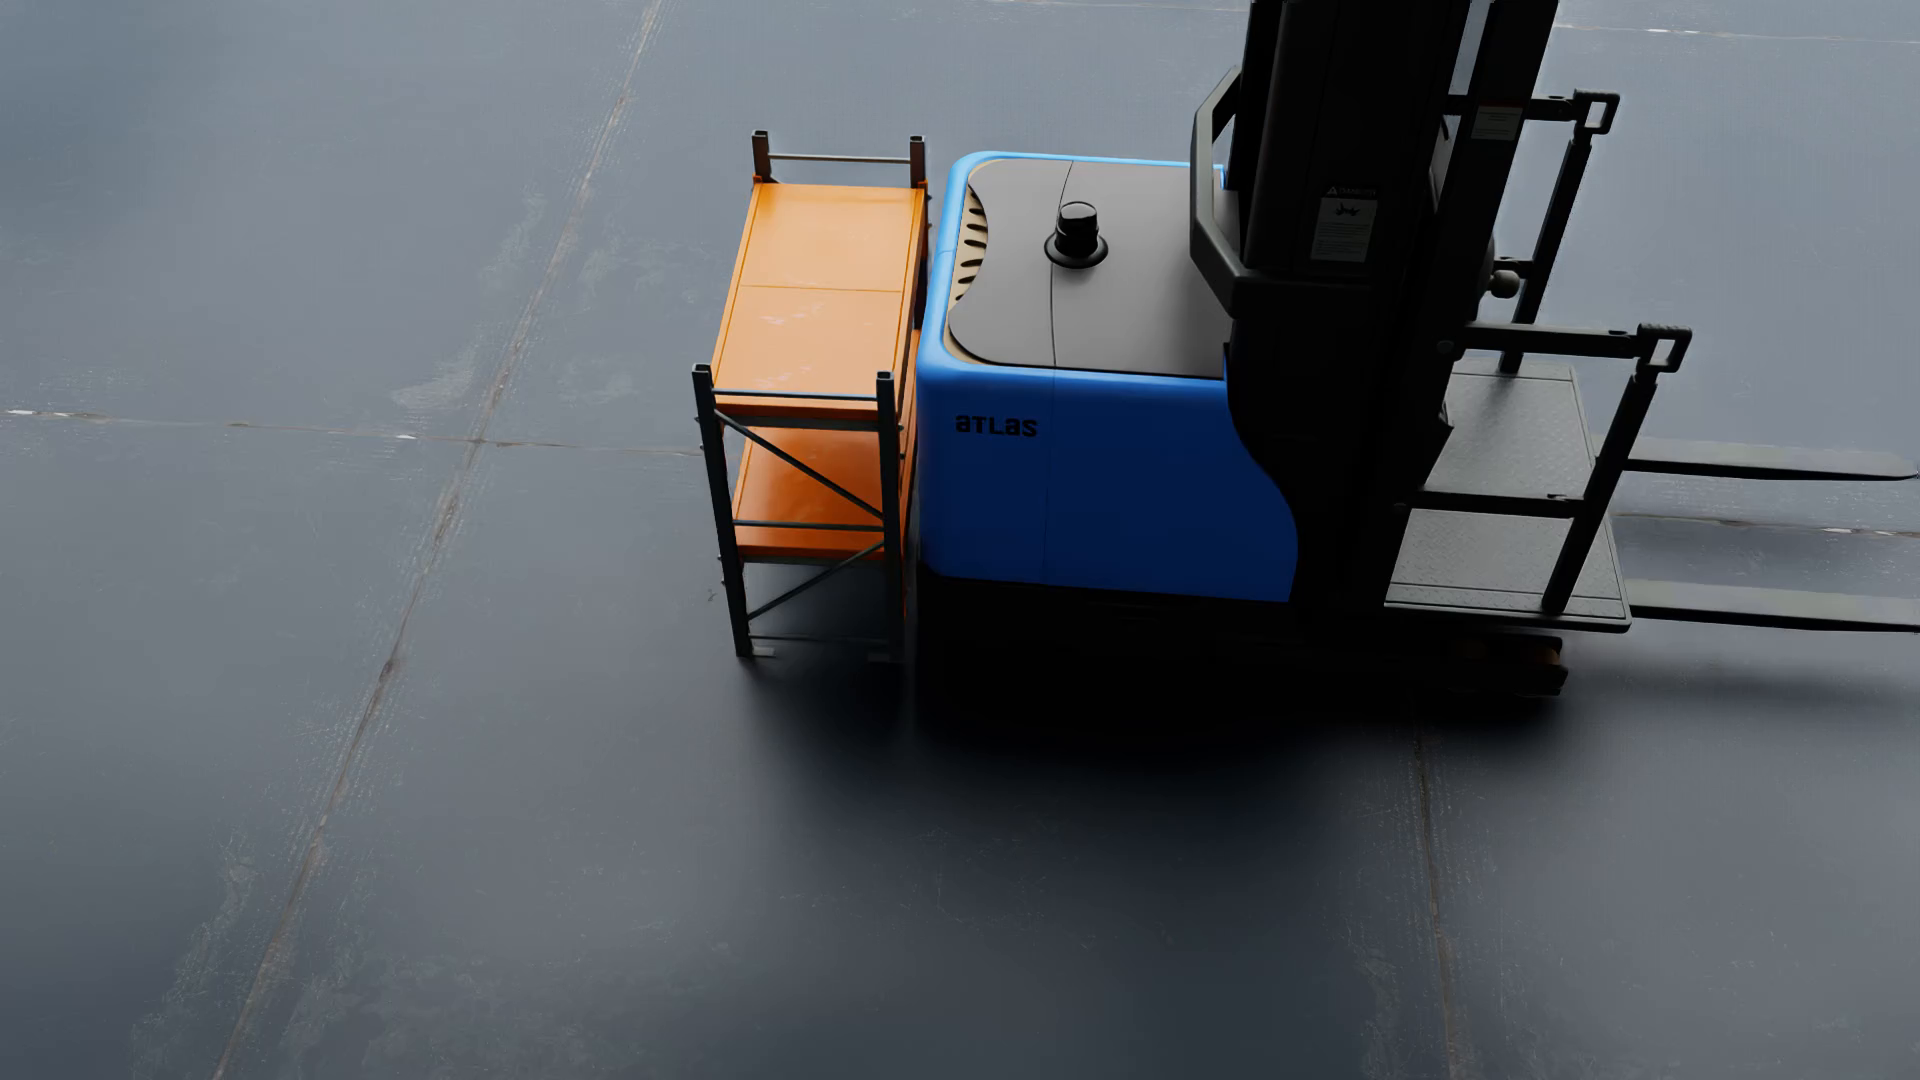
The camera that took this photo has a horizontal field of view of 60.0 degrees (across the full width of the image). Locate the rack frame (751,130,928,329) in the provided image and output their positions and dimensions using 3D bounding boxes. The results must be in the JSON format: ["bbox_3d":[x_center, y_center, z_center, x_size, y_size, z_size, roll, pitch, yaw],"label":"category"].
[{"bbox_3d":[-0.351,-0.786,5.206,0.500,1.125,0.032,3,48,2],"label":"rack frame"}]

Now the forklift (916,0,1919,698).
[{"bbox_3d":[1.422,-0.945,4.128,3.031,2.935,1.130,4,48,4],"label":"forklift"}]

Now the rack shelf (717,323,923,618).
[{"bbox_3d":[-0.382,-0.246,5.044,0.538,0.278,1.000,3,48,2],"label":"rack shelf"}]

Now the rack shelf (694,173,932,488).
[{"bbox_3d":[-0.382,-0.609,4.648,0.538,0.278,1.000,3,48,2],"label":"rack shelf"}]

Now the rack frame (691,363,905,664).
[{"bbox_3d":[-0.413,-0.037,4.521,0.500,1.125,0.032,3,48,2],"label":"rack frame"}]

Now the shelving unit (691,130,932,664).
[{"bbox_3d":[-0.382,-0.411,4.864,0.538,1.125,1.048,3,48,2],"label":"shelving unit"}]
